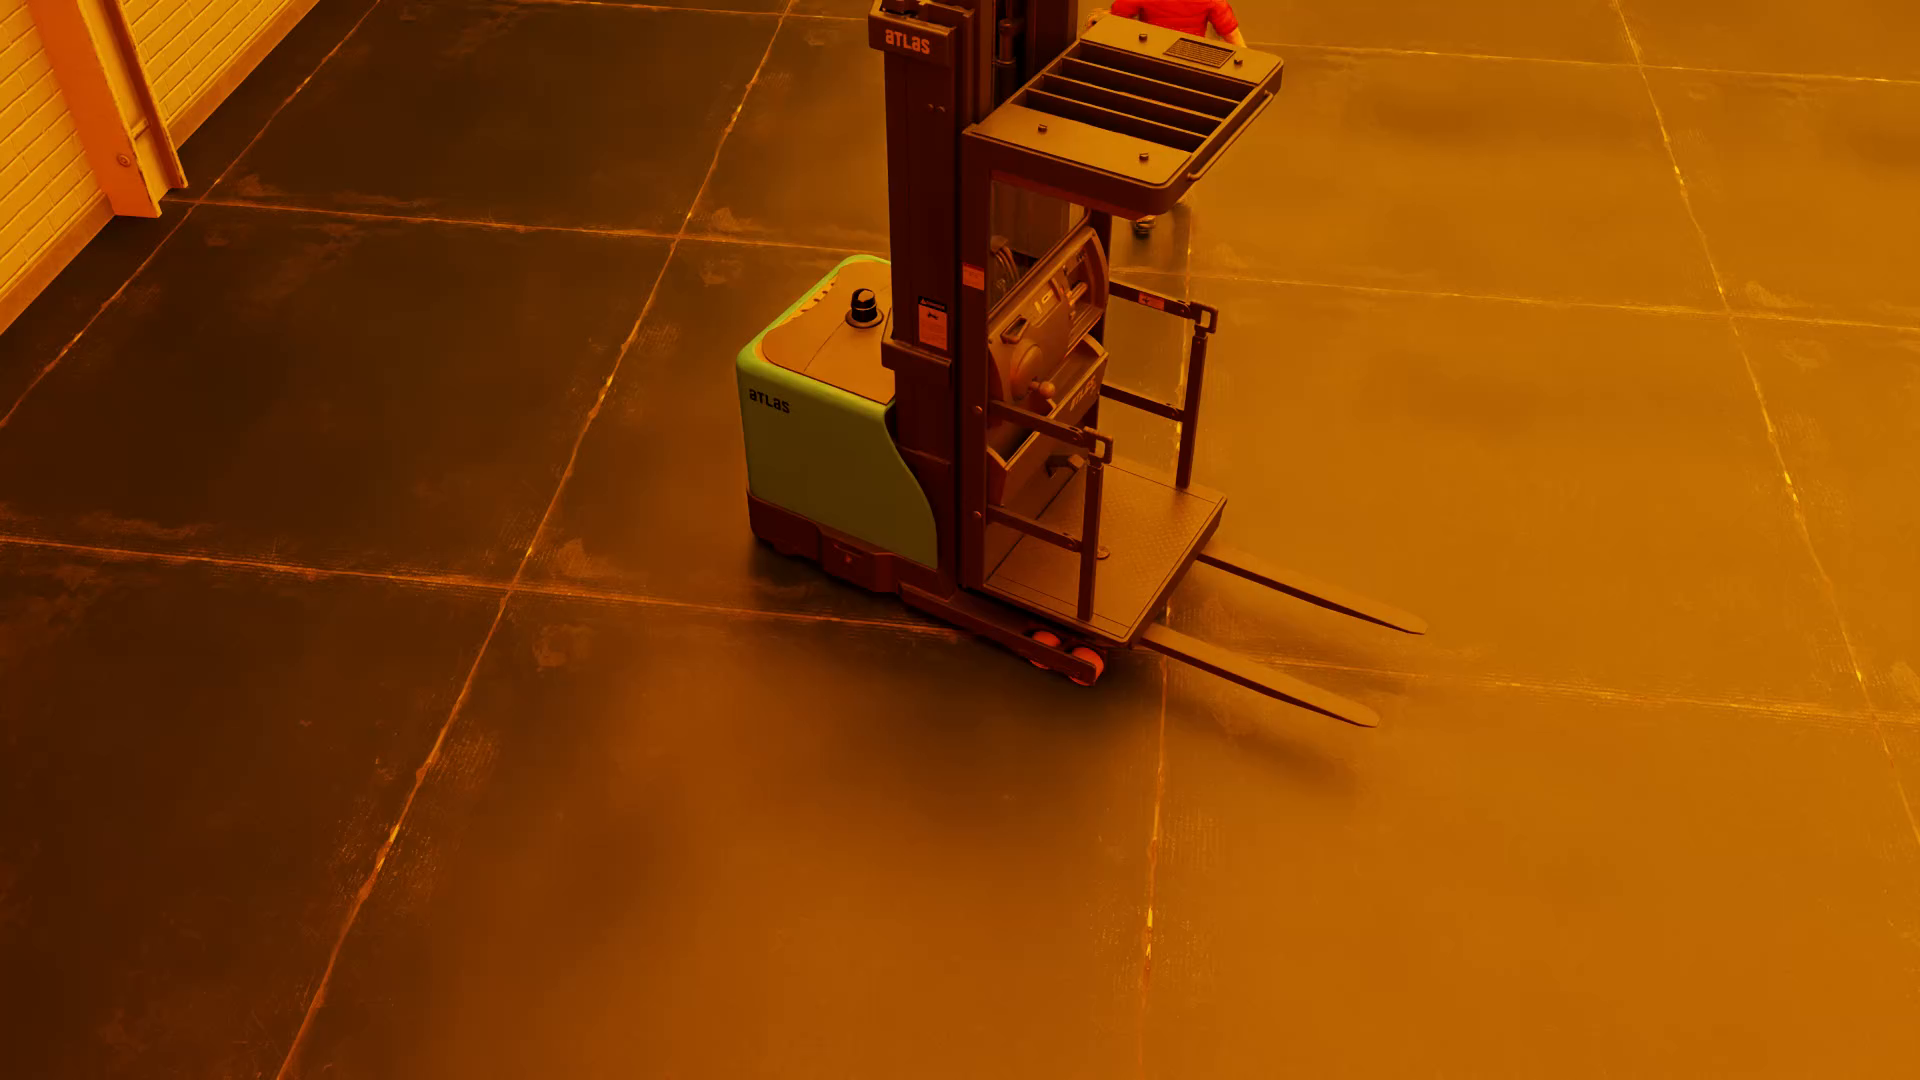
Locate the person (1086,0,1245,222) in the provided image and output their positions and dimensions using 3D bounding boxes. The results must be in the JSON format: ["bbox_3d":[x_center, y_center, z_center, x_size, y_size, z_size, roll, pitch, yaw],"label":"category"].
[{"bbox_3d":[1.214,-2.678,9.555,0.943,1.709,0.754,-1,43,-1],"label":"person"}]

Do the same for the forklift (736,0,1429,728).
[{"bbox_3d":[0.544,-0.866,6.667,3.031,2.935,1.130,21,47,22],"label":"forklift"}]
